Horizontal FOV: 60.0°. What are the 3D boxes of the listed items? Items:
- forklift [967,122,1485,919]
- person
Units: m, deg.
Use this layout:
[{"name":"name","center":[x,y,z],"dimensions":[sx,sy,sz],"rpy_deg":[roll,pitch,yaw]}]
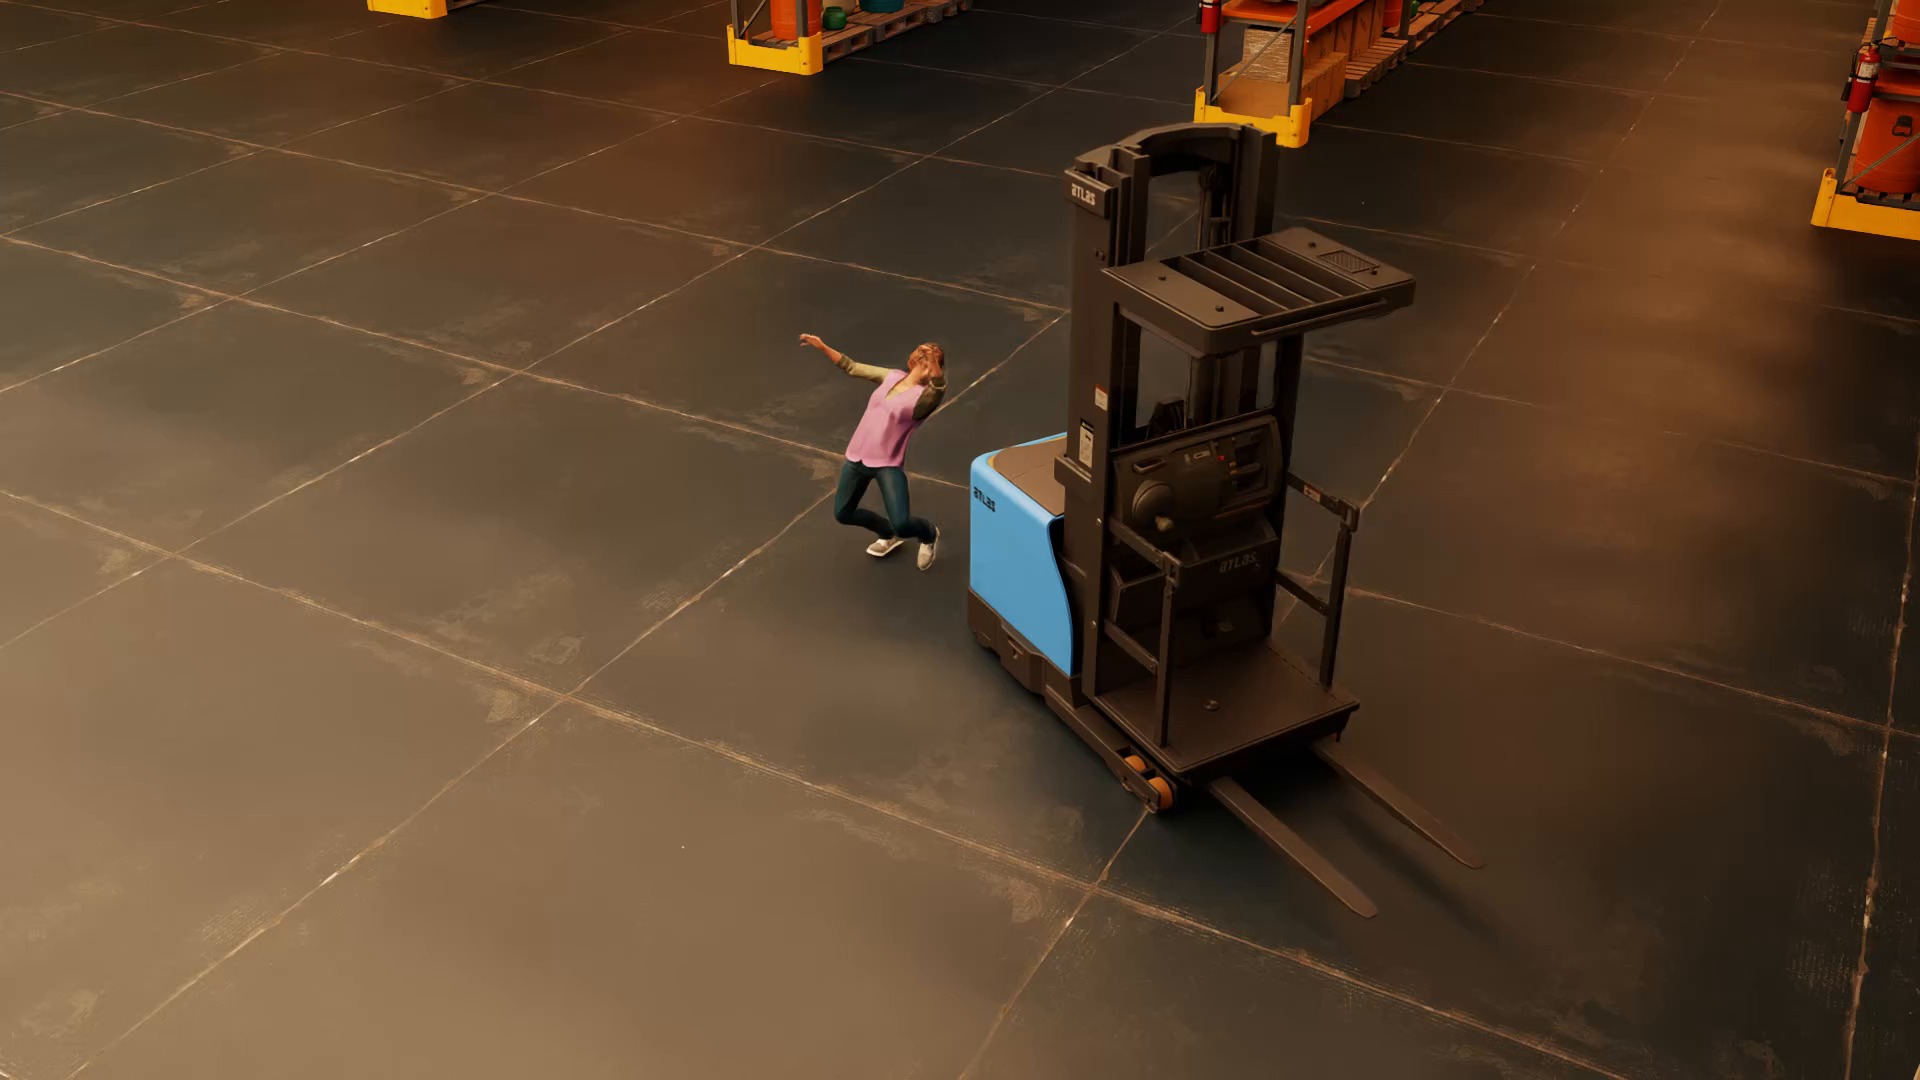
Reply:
[{"name":"forklift","center":[1.212,-0.254,7.510],"dimensions":[1.130,2.935,3.031],"rpy_deg":[-16,34,-26]},{"name":"person","center":[-0.401,-0.553,9.433],"dimensions":[0.843,1.506,0.627],"rpy_deg":[21,36,32]}]
